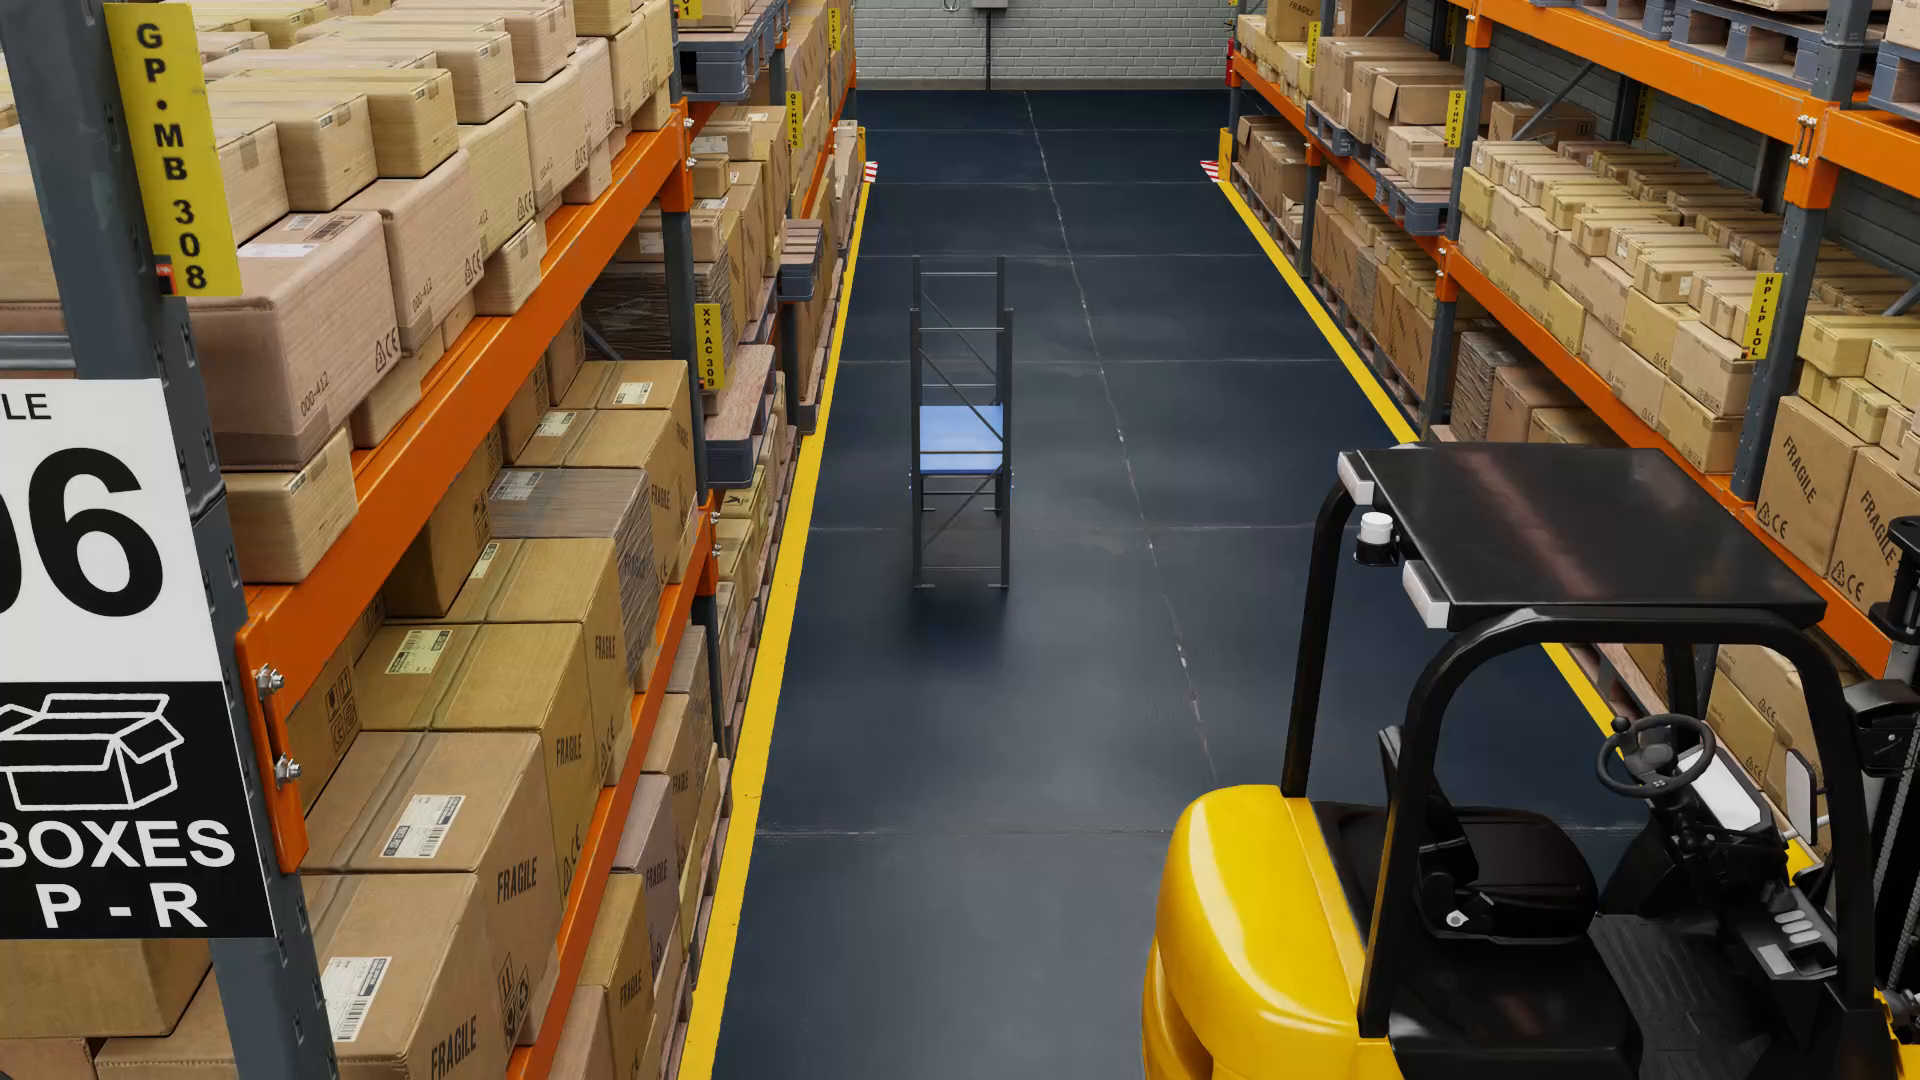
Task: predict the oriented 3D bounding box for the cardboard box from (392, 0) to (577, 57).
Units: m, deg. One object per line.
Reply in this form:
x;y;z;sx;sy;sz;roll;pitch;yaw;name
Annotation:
-1.166;-1.264;4.103;0.380;0.149;0.250;0;24;0;cardboard box

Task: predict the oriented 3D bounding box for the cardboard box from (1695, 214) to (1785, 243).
3.735;-1.452;7.912;0.380;0.149;0.250;0;24;0;cardboard box

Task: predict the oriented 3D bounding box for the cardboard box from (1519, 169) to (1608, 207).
3.208;-1.870;8.836;0.380;0.149;0.250;0;24;0;cardboard box

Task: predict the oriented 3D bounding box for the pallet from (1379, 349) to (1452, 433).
3.480;-1.022;11.254;1.003;0.211;1.213;0;24;-1;pallet

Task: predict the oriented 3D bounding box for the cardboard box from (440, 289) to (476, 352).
-1.200;-0.483;3.343;0.380;0.149;0.250;-1;24;-2;cardboard box

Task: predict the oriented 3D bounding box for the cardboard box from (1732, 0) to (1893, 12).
3.243;-2.197;6.304;0.500;0.311;0.500;-1;24;-2;cardboard box

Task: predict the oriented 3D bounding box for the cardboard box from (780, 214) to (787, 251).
-1.151;-1.690;9.142;0.380;0.149;0.250;0;24;-1;cardboard box

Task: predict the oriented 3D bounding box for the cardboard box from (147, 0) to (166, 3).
-6.266;-4.369;13.574;0.500;0.500;0.500;0;24;1;cardboard box

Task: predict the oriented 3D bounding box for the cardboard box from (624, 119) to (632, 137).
-1.246;-1.332;5.220;0.380;0.149;0.250;0;24;0;cardboard box

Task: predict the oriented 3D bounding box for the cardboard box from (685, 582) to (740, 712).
-1.477;0.477;7.234;0.950;0.372;0.625;0;24;0;cardboard box

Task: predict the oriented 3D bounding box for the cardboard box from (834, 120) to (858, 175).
-1.493;-4.010;17.076;0.875;0.438;0.875;-1;24;-2;cardboard box

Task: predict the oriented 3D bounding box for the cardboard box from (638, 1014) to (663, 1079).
-1.175;1.628;4.837;0.500;0.250;0.500;1;24;3;cardboard box

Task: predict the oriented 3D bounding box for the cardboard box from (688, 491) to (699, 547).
-1.161;-0.067;6.063;0.380;0.149;0.250;-1;24;-1;cardboard box

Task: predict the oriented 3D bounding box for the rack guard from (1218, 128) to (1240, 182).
3.364;-4.111;17.733;1.175;0.500;0.348;0;24;-1;rack guard

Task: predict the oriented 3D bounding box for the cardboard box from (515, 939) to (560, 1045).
-1.118;0.991;3.724;0.380;0.149;0.250;0;24;0;cardboard box

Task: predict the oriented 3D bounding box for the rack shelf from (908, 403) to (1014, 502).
0.001;-0.484;8.937;0.538;0.185;1.000;0;24;-1;rack shelf

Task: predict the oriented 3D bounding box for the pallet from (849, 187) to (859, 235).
-1.503;-3.156;15.973;1.003;0.211;1.213;0;24;-1;pallet

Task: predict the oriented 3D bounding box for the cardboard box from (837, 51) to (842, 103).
-1.301;-4.057;14.458;0.500;0.500;0.500;0;24;0;cardboard box

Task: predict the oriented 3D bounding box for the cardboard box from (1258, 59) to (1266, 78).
3.057;-4.499;15.863;0.380;0.149;0.250;-1;24;-2;cardboard box

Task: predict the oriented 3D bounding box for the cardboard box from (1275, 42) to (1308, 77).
3.145;-4.321;14.985;0.500;0.250;0.500;0;24;-1;cardboard box

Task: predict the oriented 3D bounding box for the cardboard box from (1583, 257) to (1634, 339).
3.220;-1.120;7.661;0.500;0.250;0.500;0;24;0;cardboard box

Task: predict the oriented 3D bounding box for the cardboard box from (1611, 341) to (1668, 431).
3.216;-0.682;7.300;0.500;0.250;0.500;0;24;-1;cardboard box

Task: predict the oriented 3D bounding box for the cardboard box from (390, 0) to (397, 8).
-1.766;-1.581;4.803;0.380;0.149;0.250;-1;24;-2;cardboard box

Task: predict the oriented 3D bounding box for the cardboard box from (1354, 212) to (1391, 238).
3.221;-2.397;12.645;0.380;0.149;0.250;0;24;-1;cardboard box

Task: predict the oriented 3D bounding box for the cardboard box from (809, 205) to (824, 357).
-1.443;-1.837;11.740;0.875;0.875;0.875;0;24;0;cardboard box

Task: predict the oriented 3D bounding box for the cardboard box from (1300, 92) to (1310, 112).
3.126;-3.756;14.220;0.380;0.149;0.250;0;24;1;cardboard box

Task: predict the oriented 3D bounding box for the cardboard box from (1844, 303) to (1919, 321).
3.705;-0.823;6.522;0.380;0.149;0.250;-1;24;-2;cardboard box

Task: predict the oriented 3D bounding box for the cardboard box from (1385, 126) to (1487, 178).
3.115;-2.541;10.901;0.500;0.250;0.500;-1;24;-3;cardboard box

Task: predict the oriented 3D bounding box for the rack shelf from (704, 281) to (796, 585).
-1.491;-0.809;8.272;1.077;0.370;4.000;0;24;-1;rack shelf

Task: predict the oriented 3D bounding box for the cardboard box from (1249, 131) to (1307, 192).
3.245;-3.729;16.378;0.700;0.500;0.500;1;24;2;cardboard box

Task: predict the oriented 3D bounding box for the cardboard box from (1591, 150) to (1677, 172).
3.771;-2.085;9.313;0.380;0.149;0.250;0;24;1;cardboard box

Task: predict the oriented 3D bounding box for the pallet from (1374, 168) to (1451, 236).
3.373;-2.176;10.655;1.213;0.211;1.003;0;24;-1;pallet

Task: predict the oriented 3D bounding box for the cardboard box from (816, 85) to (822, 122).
-1.284;-3.169;12.192;0.500;0.250;0.500;0;24;1;cardboard box

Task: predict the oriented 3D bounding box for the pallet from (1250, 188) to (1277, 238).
3.384;-3.149;15.958;1.003;0.211;1.213;0;24;-1;pallet

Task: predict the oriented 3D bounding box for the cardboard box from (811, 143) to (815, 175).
-1.299;-2.726;11.820;0.500;0.250;0.500;0;24;-1;cardboard box

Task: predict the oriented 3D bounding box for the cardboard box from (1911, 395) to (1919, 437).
3.206;-0.362;5.140;0.380;0.149;0.250;0;24;1;cardboard box

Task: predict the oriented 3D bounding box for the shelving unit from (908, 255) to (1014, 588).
0.001;-0.648;8.863;0.538;1.500;1.048;0;24;-1;shelving unit

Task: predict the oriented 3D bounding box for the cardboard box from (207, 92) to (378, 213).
-1.185;-0.634;2.710;0.380;0.149;0.250;0;24;-1;cardboard box

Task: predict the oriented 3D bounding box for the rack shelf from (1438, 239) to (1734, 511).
3.472;-0.833;8.325;1.077;0.370;4.000;0;24;-1;rack shelf

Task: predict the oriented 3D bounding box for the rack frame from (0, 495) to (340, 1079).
-1.426;1.336;2.657;1.000;3.000;0.127;0;24;-1;rack frame

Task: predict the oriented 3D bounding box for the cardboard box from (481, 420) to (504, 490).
-1.719;-0.350;4.687;0.700;0.500;0.500;-1;24;-2;cardboard box

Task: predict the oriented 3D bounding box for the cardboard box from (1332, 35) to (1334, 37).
3.644;-4.528;15.443;0.500;0.250;0.500;0;24;-1;cardboard box

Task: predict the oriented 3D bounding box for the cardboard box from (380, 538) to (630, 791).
-1.183;0.325;4.409;0.500;0.500;0.500;-1;24;-2;cardboard box

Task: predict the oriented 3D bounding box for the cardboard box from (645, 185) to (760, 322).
-1.185;-1.290;7.470;0.500;0.500;0.500;0;24;-1;cardboard box

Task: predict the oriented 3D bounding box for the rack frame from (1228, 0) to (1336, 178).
3.363;-5.281;17.287;1.000;3.000;0.127;0;24;-1;rack frame

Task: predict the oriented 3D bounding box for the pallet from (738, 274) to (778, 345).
-1.450;-1.058;8.182;1.003;0.211;1.213;0;24;-1;pallet

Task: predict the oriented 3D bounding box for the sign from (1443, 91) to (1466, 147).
2.908;-2.470;9.762;0.100;0.325;0.005;0;24;-1;sign

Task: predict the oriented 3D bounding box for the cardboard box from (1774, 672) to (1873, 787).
3.181;0.681;5.718;0.500;0.250;0.500;0;24;0;cardboard box

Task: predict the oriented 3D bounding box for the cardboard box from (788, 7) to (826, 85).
-1.288;-3.714;12.488;0.500;0.500;0.500;0;24;0;cardboard box

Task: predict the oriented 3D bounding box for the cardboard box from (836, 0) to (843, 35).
-1.313;-4.727;14.727;0.500;0.500;0.500;0;24;0;cardboard box

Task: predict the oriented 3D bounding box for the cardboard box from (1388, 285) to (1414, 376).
3.236;-1.417;11.266;0.500;0.500;0.500;-1;24;-1;cardboard box

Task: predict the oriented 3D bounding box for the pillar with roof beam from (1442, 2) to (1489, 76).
-0.004;-6.638;13.007;9.100;9.000;0.400;0;24;-1;pillar with roof beam

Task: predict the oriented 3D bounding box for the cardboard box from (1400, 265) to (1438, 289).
3.199;-1.756;11.230;0.380;0.149;0.250;-1;24;-2;cardboard box

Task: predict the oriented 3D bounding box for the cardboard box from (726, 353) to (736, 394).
-1.153;-0.722;7.001;0.380;0.149;0.250;0;24;1;cardboard box

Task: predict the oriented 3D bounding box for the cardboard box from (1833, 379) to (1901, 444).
3.239;-0.438;5.671;0.380;0.149;0.250;0;24;1;cardboard box

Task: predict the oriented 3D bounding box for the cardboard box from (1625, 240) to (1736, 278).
3.222;-1.241;7.445;0.380;0.149;0.250;-1;24;-2;cardboard box

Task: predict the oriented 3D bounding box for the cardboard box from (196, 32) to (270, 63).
-1.633;-0.943;3.392;0.380;0.149;0.250;-1;24;-2;cardboard box

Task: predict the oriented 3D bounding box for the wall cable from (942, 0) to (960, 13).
-0.267;-8.055;22.187;0.588;1.984;0.122;0;24;-1;wall cable

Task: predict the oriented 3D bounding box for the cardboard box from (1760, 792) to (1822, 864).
3.189;1.135;5.928;0.500;0.250;0.500;-1;24;-2;cardboard box

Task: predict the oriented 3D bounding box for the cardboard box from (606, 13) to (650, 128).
-1.189;-1.358;4.793;0.500;0.250;0.500;-1;24;-1;cardboard box
